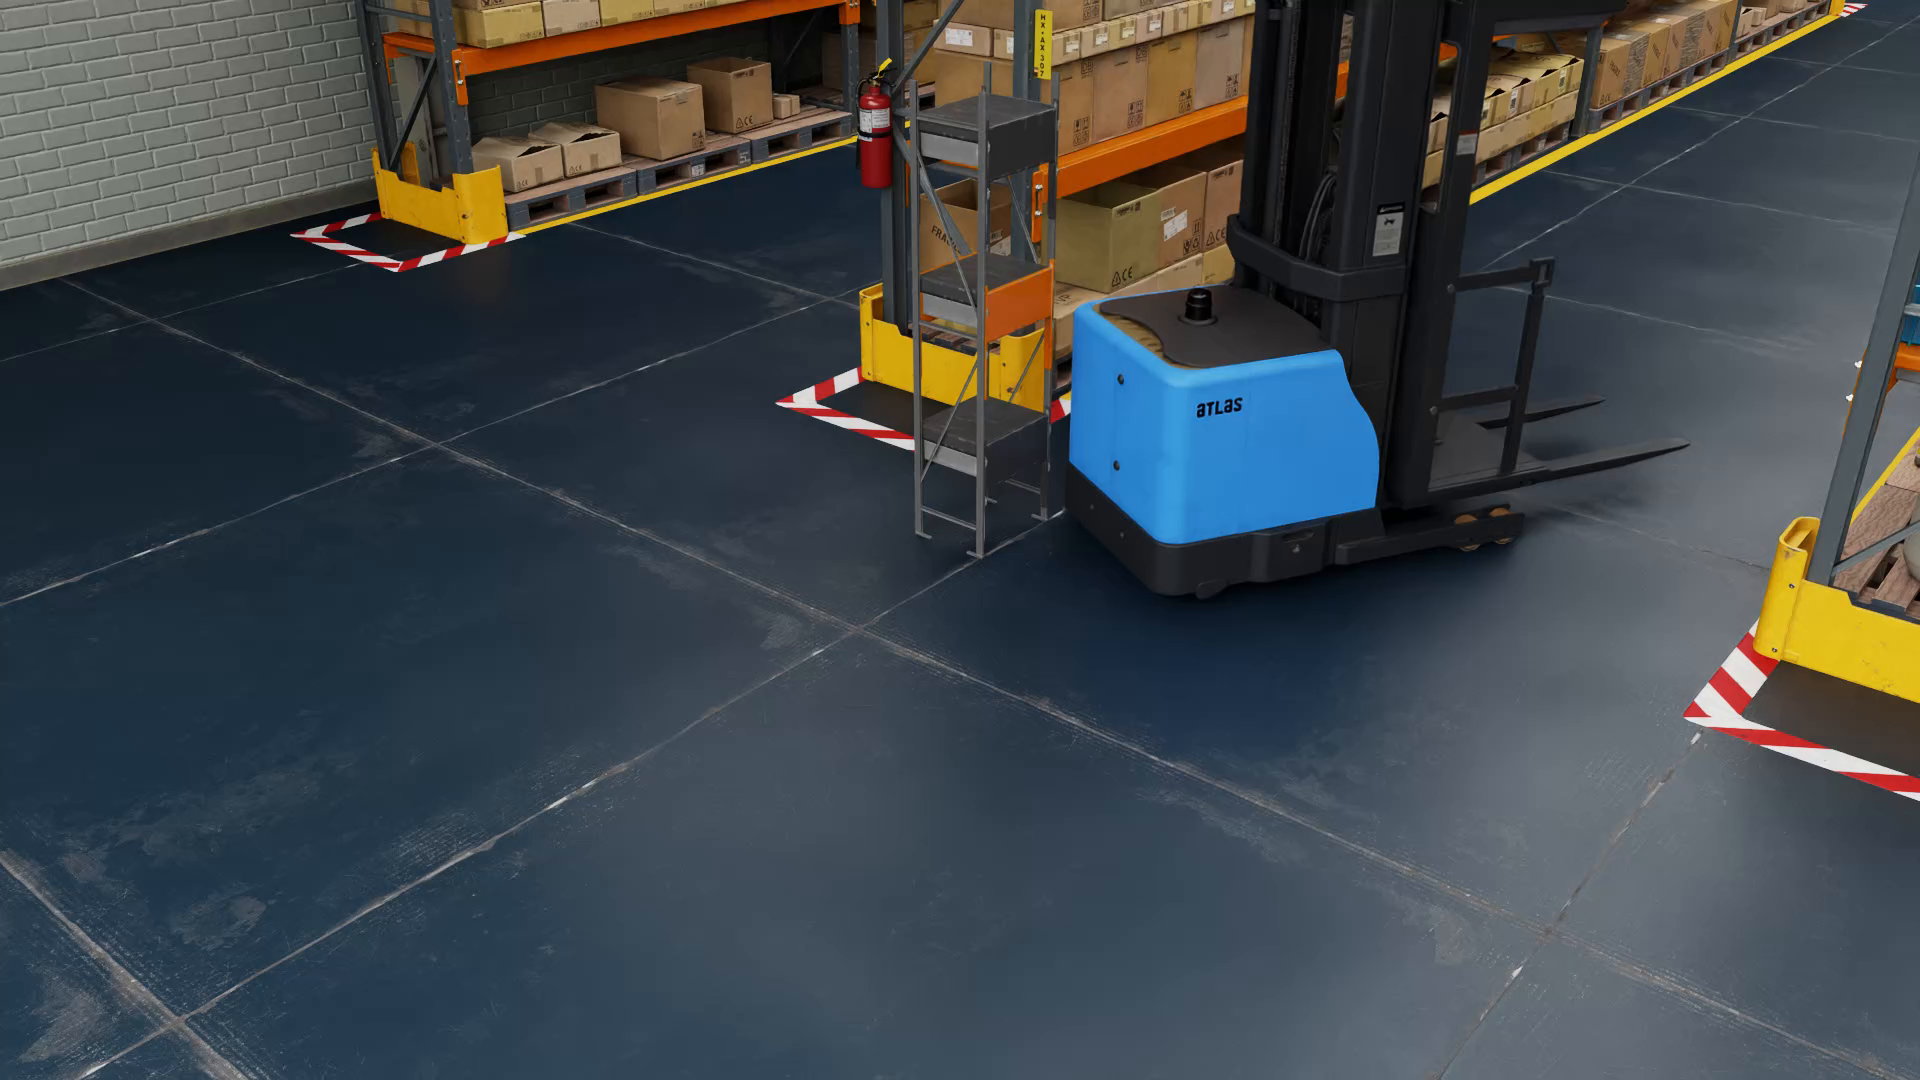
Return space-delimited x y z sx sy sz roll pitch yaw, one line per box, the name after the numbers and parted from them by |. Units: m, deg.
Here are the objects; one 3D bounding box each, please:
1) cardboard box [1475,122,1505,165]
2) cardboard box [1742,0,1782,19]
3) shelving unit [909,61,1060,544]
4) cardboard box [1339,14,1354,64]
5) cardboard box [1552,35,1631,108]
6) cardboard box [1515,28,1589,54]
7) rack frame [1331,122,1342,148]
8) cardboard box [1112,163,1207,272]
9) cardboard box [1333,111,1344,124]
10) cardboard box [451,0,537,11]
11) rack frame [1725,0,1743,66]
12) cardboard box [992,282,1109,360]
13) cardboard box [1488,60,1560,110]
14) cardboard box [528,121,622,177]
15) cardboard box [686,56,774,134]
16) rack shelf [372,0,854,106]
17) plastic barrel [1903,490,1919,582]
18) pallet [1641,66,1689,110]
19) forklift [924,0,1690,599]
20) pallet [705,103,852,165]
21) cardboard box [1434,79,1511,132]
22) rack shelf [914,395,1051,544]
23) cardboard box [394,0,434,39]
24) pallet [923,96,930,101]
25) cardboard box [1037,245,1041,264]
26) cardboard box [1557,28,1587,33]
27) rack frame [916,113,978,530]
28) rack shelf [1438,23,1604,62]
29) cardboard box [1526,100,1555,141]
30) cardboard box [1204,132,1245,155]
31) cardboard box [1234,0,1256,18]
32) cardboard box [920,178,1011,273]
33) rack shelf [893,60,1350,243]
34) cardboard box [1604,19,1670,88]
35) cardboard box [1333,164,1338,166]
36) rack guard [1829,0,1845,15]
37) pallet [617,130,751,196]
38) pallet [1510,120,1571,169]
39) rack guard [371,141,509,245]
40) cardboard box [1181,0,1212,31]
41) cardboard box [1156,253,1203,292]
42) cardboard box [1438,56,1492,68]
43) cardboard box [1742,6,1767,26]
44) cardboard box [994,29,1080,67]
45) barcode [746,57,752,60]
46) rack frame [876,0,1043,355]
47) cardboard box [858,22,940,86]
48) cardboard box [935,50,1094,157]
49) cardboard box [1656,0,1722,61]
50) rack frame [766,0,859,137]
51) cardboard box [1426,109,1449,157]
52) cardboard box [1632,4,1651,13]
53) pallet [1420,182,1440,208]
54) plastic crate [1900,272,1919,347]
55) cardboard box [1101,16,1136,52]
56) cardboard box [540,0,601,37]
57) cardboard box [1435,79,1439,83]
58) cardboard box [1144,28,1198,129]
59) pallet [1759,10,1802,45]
3.953 -3.173 13.155 0.500 0.250 0.500 22 34 35 | cardboard box
8.807 -6.183 18.675 0.797 0.503 0.637 21 34 34 | cardboard box
0.107 -0.992 7.383 0.431 2.100 0.499 21 34 34 | shelving unit
2.250 -3.477 11.099 0.700 0.500 0.500 20 33 33 | cardboard box
5.582 -4.173 14.794 0.500 0.500 0.500 22 35 36 | cardboard box
5.486 -4.496 15.417 0.500 0.500 0.500 22 35 36 | cardboard box
2.528 -3.592 11.429 1.000 3.000 0.127 21 34 34 | rack frame
1.121 -1.956 9.986 0.500 0.500 0.500 21 34 34 | cardboard box
2.564 -3.034 12.275 0.500 0.311 0.500 21 34 34 | cardboard box
-3.306 -3.977 11.499 0.500 0.500 0.500 21 34 34 | cardboard box
7.616 -6.429 16.912 1.000 3.000 0.127 21 34 34 | rack frame
0.496 -1.264 9.465 0.500 0.250 0.500 21 34 34 | cardboard box
4.603 -3.781 13.719 0.500 0.311 0.500 20 34 34 | cardboard box
-2.969 -3.043 12.815 0.500 0.311 0.500 24 36 38 | cardboard box
-1.927 -3.744 13.965 0.500 0.500 0.500 18 32 31 | cardboard box
-2.569 -4.010 13.020 1.077 0.370 4.000 21 34 34 | rack shelf
4.163 -0.062 6.856 0.421 0.512 0.421 0 27 0 | plastic barrel
6.352 -4.456 16.134 1.003 0.211 1.213 21 34 34 | pallet
1.721 -1.451 7.365 3.695 2.935 1.333 -10 29 -19 | forklift
-1.697 -3.552 14.386 1.003 0.211 1.213 21 34 34 | pallet
3.960 -3.426 13.032 0.500 0.311 0.500 22 34 36 | cardboard box
0.105 -0.357 7.709 0.431 0.518 0.480 21 34 34 | rack shelf
-3.694 -3.785 11.944 0.500 0.250 0.500 21 34 35 | cardboard box
-0.027 -4.511 16.240 1.003 0.211 1.213 21 34 34 | pallet
0.405 -1.596 10.107 0.500 0.250 0.500 21 34 34 | cardboard box
5.518 -4.850 15.286 0.500 0.250 0.500 22 35 36 | cardboard box
-0.049 -0.904 7.213 0.380 1.831 0.006 21 34 34 | rack frame
3.800 -3.982 12.965 1.077 0.370 4.000 21 34 34 | rack shelf
4.600 -3.534 13.852 0.500 0.250 0.500 20 34 34 | cardboard box
1.759 -2.310 10.670 0.500 0.500 0.500 21 34 34 | cardboard box
1.544 -3.221 9.897 0.380 0.149 0.250 22 35 36 | cardboard box
0.095 -1.749 9.586 0.500 0.500 0.500 21 34 34 | cardboard box
1.255 -2.564 10.224 1.077 0.370 4.000 21 34 34 | rack shelf
6.233 -4.537 15.497 0.500 0.500 0.500 20 34 34 | cardboard box
2.975 -2.628 12.101 0.500 0.250 0.500 20 33 33 | cardboard box
10.112 -6.710 20.176 1.175 0.500 0.348 21 34 34 | rack guard
-2.473 -3.117 13.546 1.003 0.211 1.213 21 34 34 | pallet
4.518 -3.491 14.269 1.003 0.211 1.213 21 34 34 | pallet
-3.793 -2.537 12.110 1.175 0.500 0.348 21 34 34 | rack guard
1.217 -3.040 9.547 0.380 0.149 0.250 20 34 34 | cardboard box
1.130 -1.620 10.152 0.500 0.250 0.500 21 34 34 | cardboard box
4.184 -3.936 14.019 0.500 0.311 0.500 20 33 33 | cardboard box
8.593 -5.761 18.226 0.380 0.166 0.250 21 34 34 | cardboard box
0.399 -2.583 8.663 0.380 0.149 0.250 20 34 34 | cardboard box
-1.826 -4.145 14.390 0.001 0.075 0.075 21 34 34 | barcode
-0.017 -2.174 8.688 1.000 3.000 0.127 21 34 34 | rack frame
-0.552 -4.587 15.595 0.700 0.500 0.500 20 33 33 | cardboard box
0.290 -2.380 8.977 0.700 0.500 0.500 21 34 34 | cardboard box
7.202 -5.082 16.551 0.500 0.500 0.500 21 34 35 | cardboard box
-1.297 -5.039 14.225 1.000 3.000 0.127 21 34 34 | rack frame
3.305 -3.056 12.318 0.500 0.311 0.500 20 34 34 | cardboard box
6.466 -5.046 16.481 0.500 0.500 0.500 21 34 35 | cardboard box
2.966 -2.626 12.597 1.003 0.211 1.213 21 34 34 | pallet
3.891 -0.924 6.433 0.499 0.251 0.616 21 34 34 | plastic crate
0.725 -2.765 9.016 0.380 0.149 0.250 21 34 35 | cardboard box
-2.967 -3.831 12.033 0.500 0.250 0.500 20 33 33 | cardboard box
3.532 -3.574 13.318 0.500 0.311 0.500 20 34 34 | cardboard box
0.941 -2.742 9.677 0.700 0.500 0.500 21 34 35 | cardboard box
8.829 -5.868 18.863 1.003 0.211 1.213 21 34 34 | pallet
